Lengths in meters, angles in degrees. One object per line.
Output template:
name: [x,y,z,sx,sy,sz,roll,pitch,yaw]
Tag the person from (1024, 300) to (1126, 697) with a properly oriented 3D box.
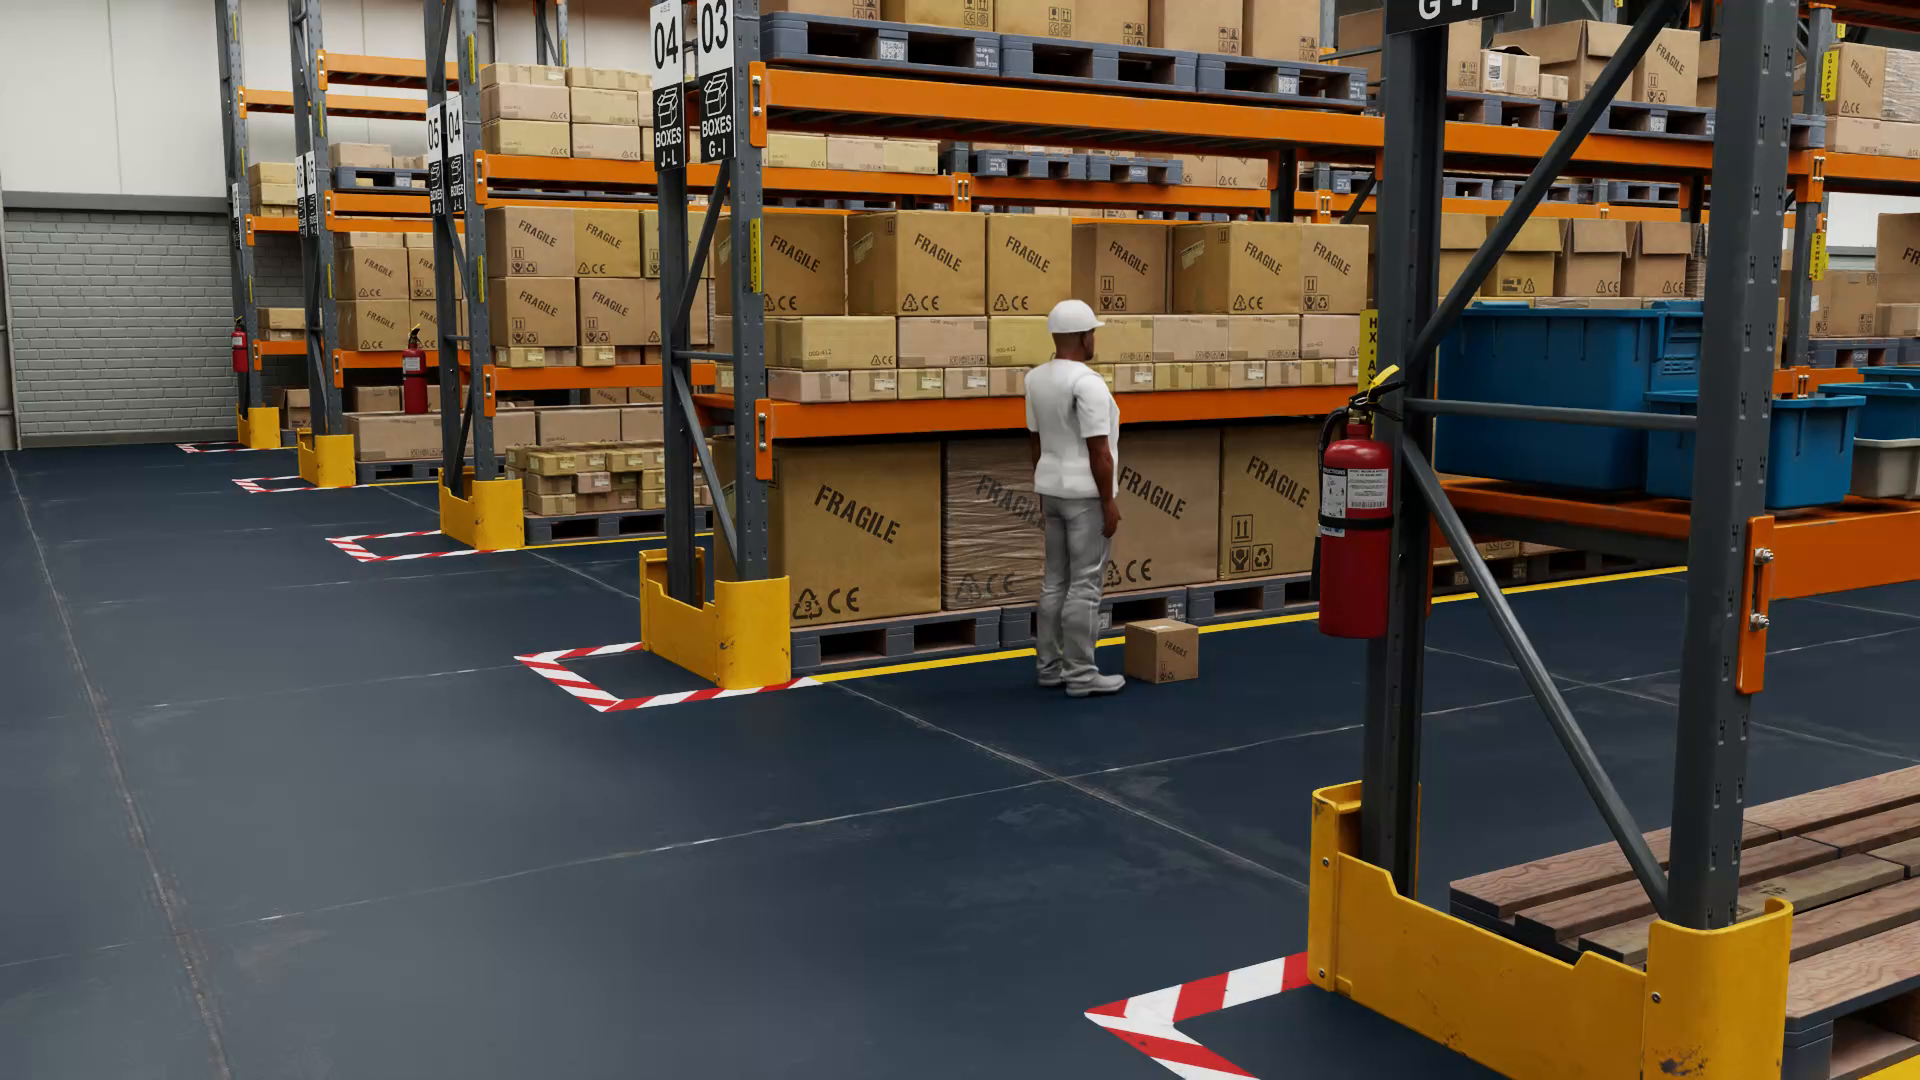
person: [0.526,-0.197,7.557,0.363,1.768,0.563,-5,9,-29]
